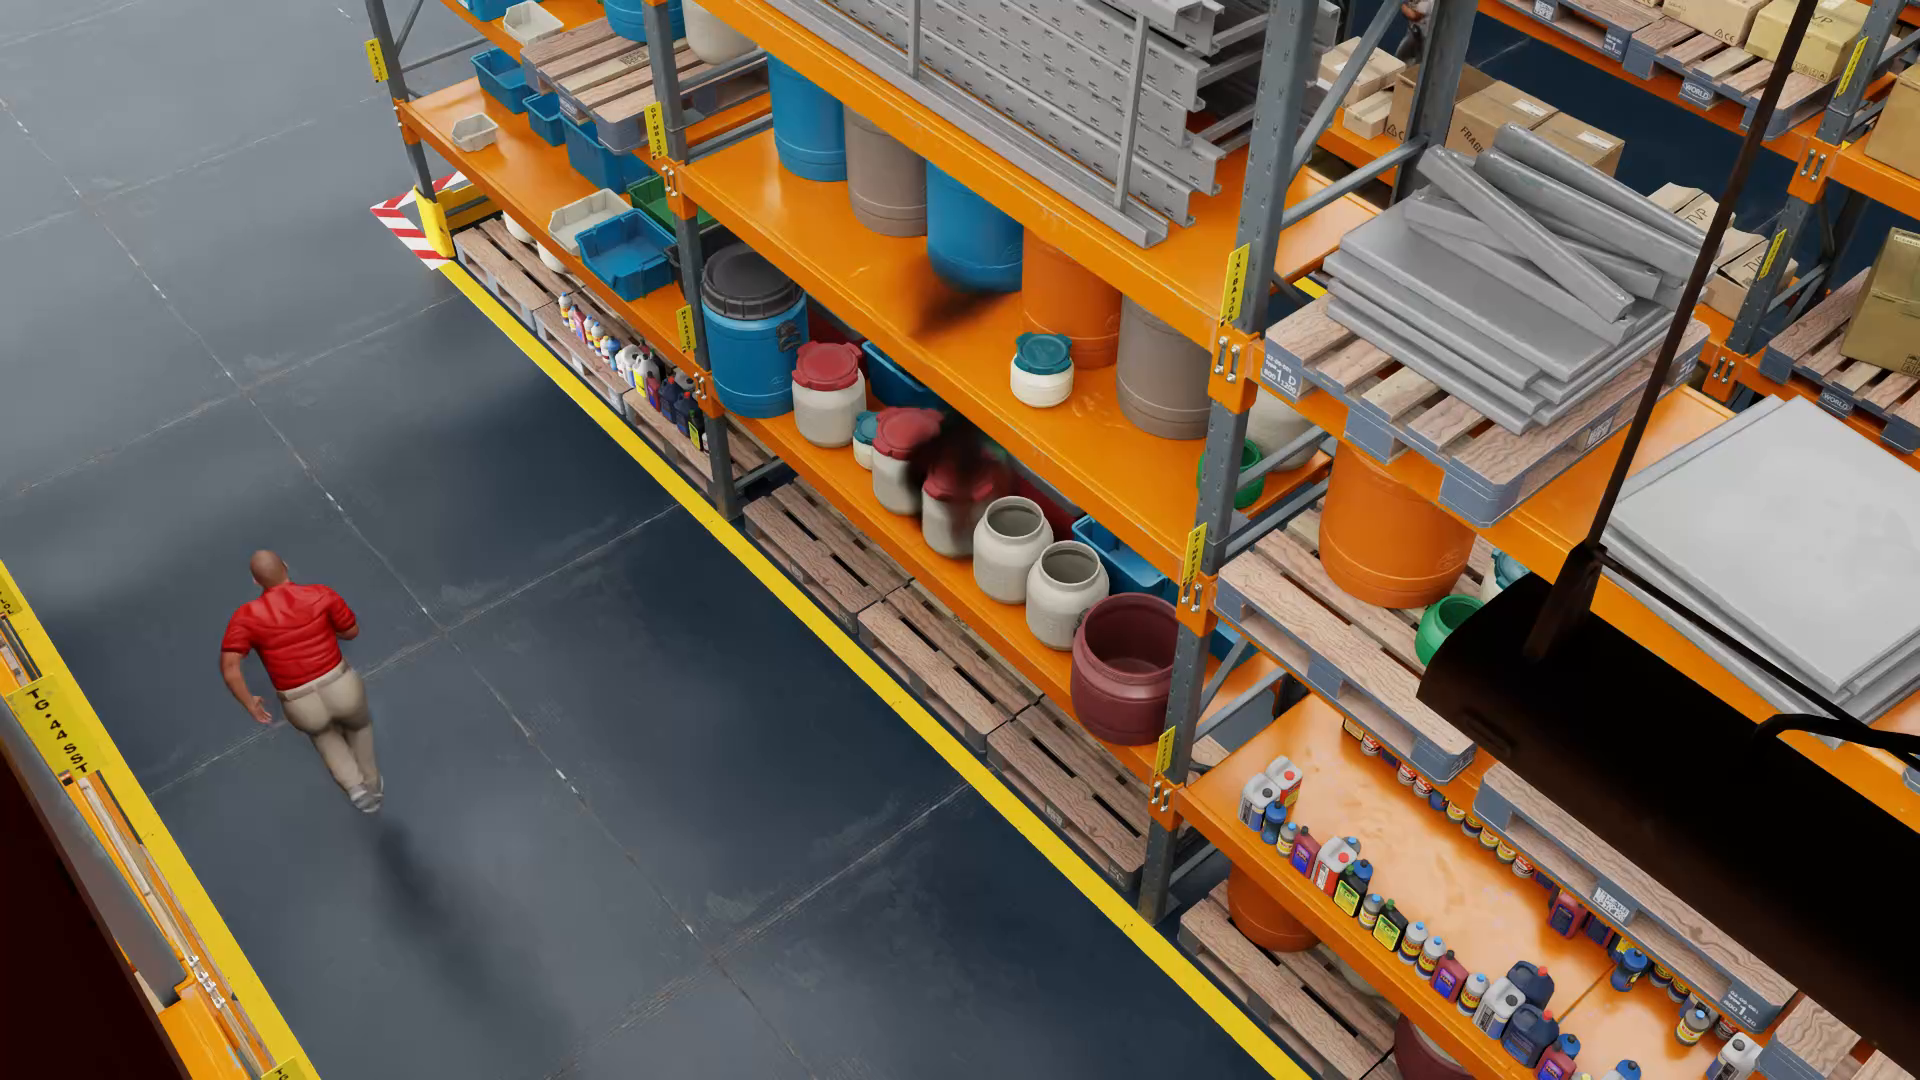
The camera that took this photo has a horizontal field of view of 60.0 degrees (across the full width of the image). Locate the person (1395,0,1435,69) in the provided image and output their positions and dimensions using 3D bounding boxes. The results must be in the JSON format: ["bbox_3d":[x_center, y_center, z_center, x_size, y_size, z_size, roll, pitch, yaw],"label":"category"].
[{"bbox_3d":[3.954,-4.156,13.794,0.863,1.715,0.643,28,53,24],"label":"person"}]

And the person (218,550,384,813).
[{"bbox_3d":[-3.441,0.782,8.789,0.695,1.571,0.780,-24,51,-21],"label":"person"}]
